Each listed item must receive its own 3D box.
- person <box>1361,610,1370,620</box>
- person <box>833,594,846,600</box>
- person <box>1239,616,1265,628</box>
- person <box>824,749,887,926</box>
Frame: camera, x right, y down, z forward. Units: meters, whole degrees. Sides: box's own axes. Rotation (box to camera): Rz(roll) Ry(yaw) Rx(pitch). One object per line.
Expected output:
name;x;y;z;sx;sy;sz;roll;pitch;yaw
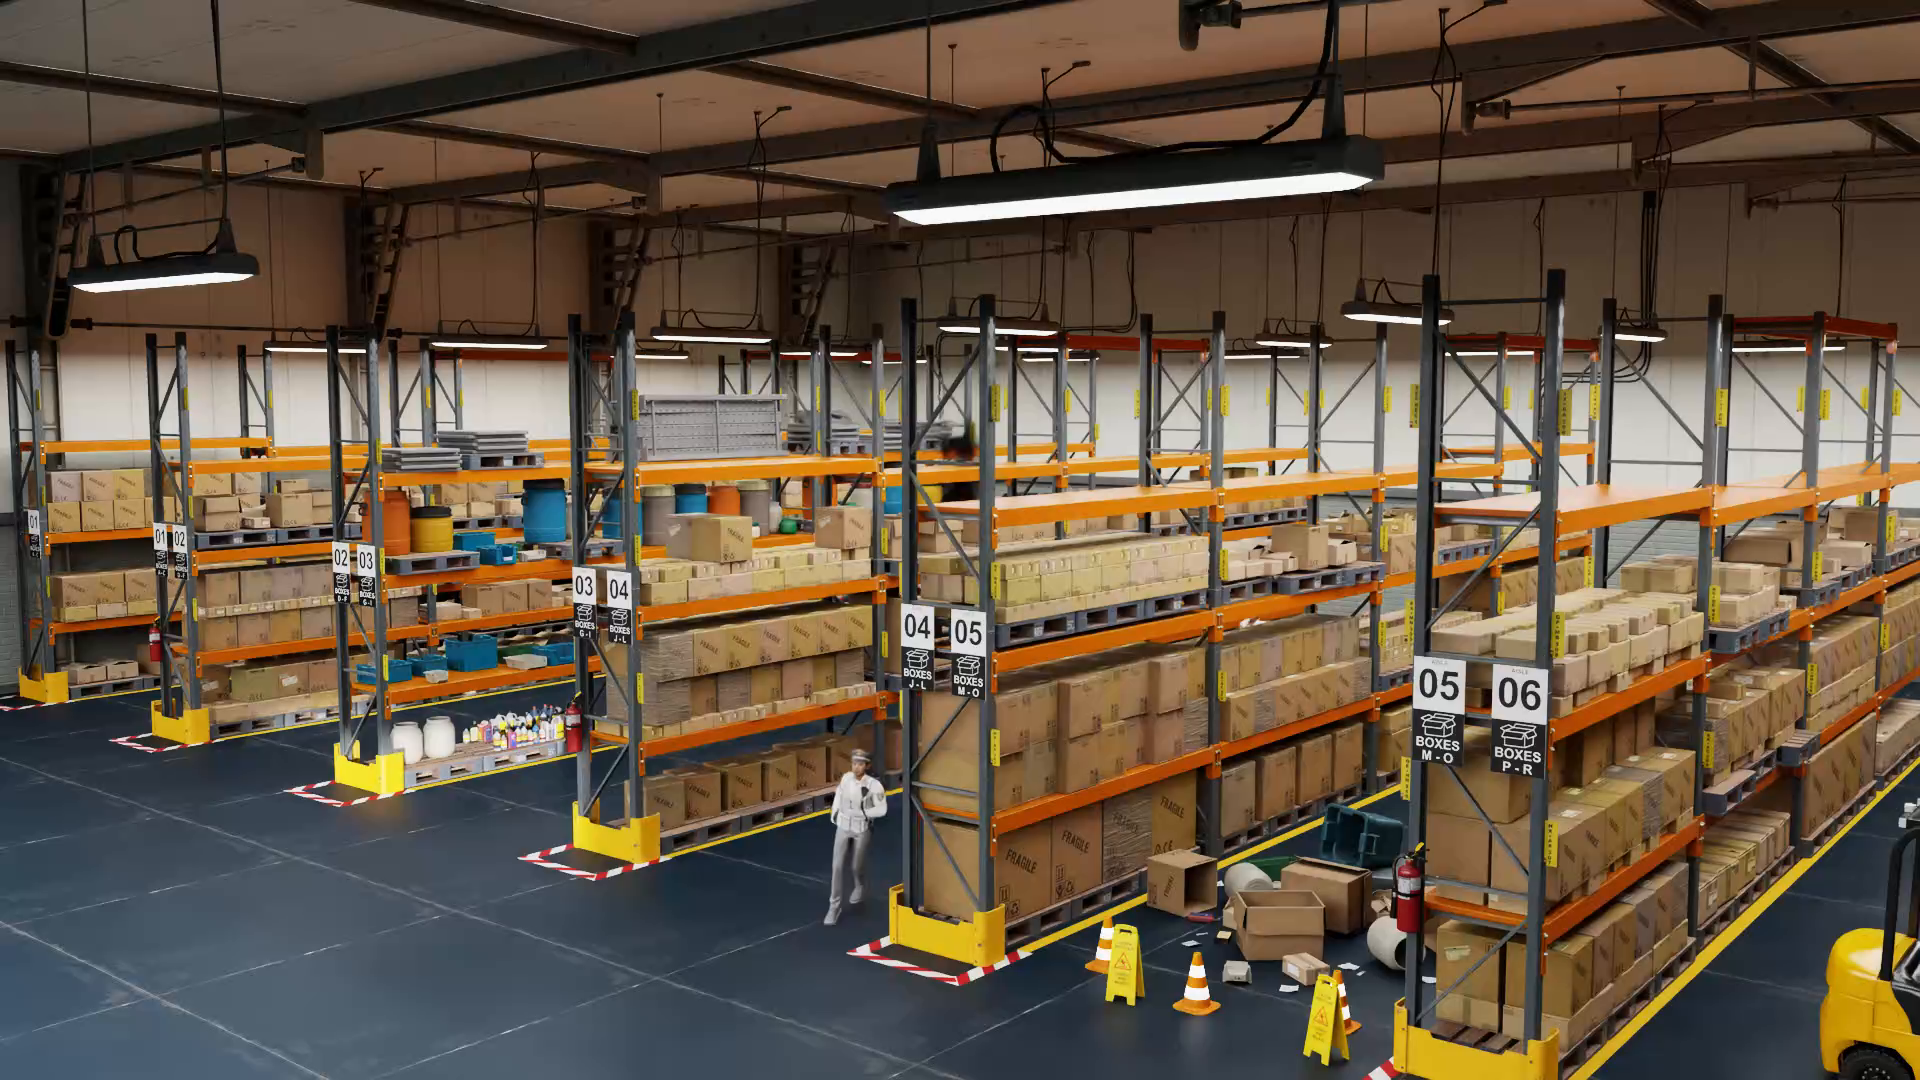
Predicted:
person;6.306;1.953;25.868;0.659;1.723;0.944;4;6;37
person;-2.283;1.358;32.664;0.671;1.758;0.838;3;6;26
person;4.574;1.901;26.097;0.697;1.774;1.003;4;6;34
person;-0.983;2.874;16.359;0.621;1.720;0.845;2;5;18
